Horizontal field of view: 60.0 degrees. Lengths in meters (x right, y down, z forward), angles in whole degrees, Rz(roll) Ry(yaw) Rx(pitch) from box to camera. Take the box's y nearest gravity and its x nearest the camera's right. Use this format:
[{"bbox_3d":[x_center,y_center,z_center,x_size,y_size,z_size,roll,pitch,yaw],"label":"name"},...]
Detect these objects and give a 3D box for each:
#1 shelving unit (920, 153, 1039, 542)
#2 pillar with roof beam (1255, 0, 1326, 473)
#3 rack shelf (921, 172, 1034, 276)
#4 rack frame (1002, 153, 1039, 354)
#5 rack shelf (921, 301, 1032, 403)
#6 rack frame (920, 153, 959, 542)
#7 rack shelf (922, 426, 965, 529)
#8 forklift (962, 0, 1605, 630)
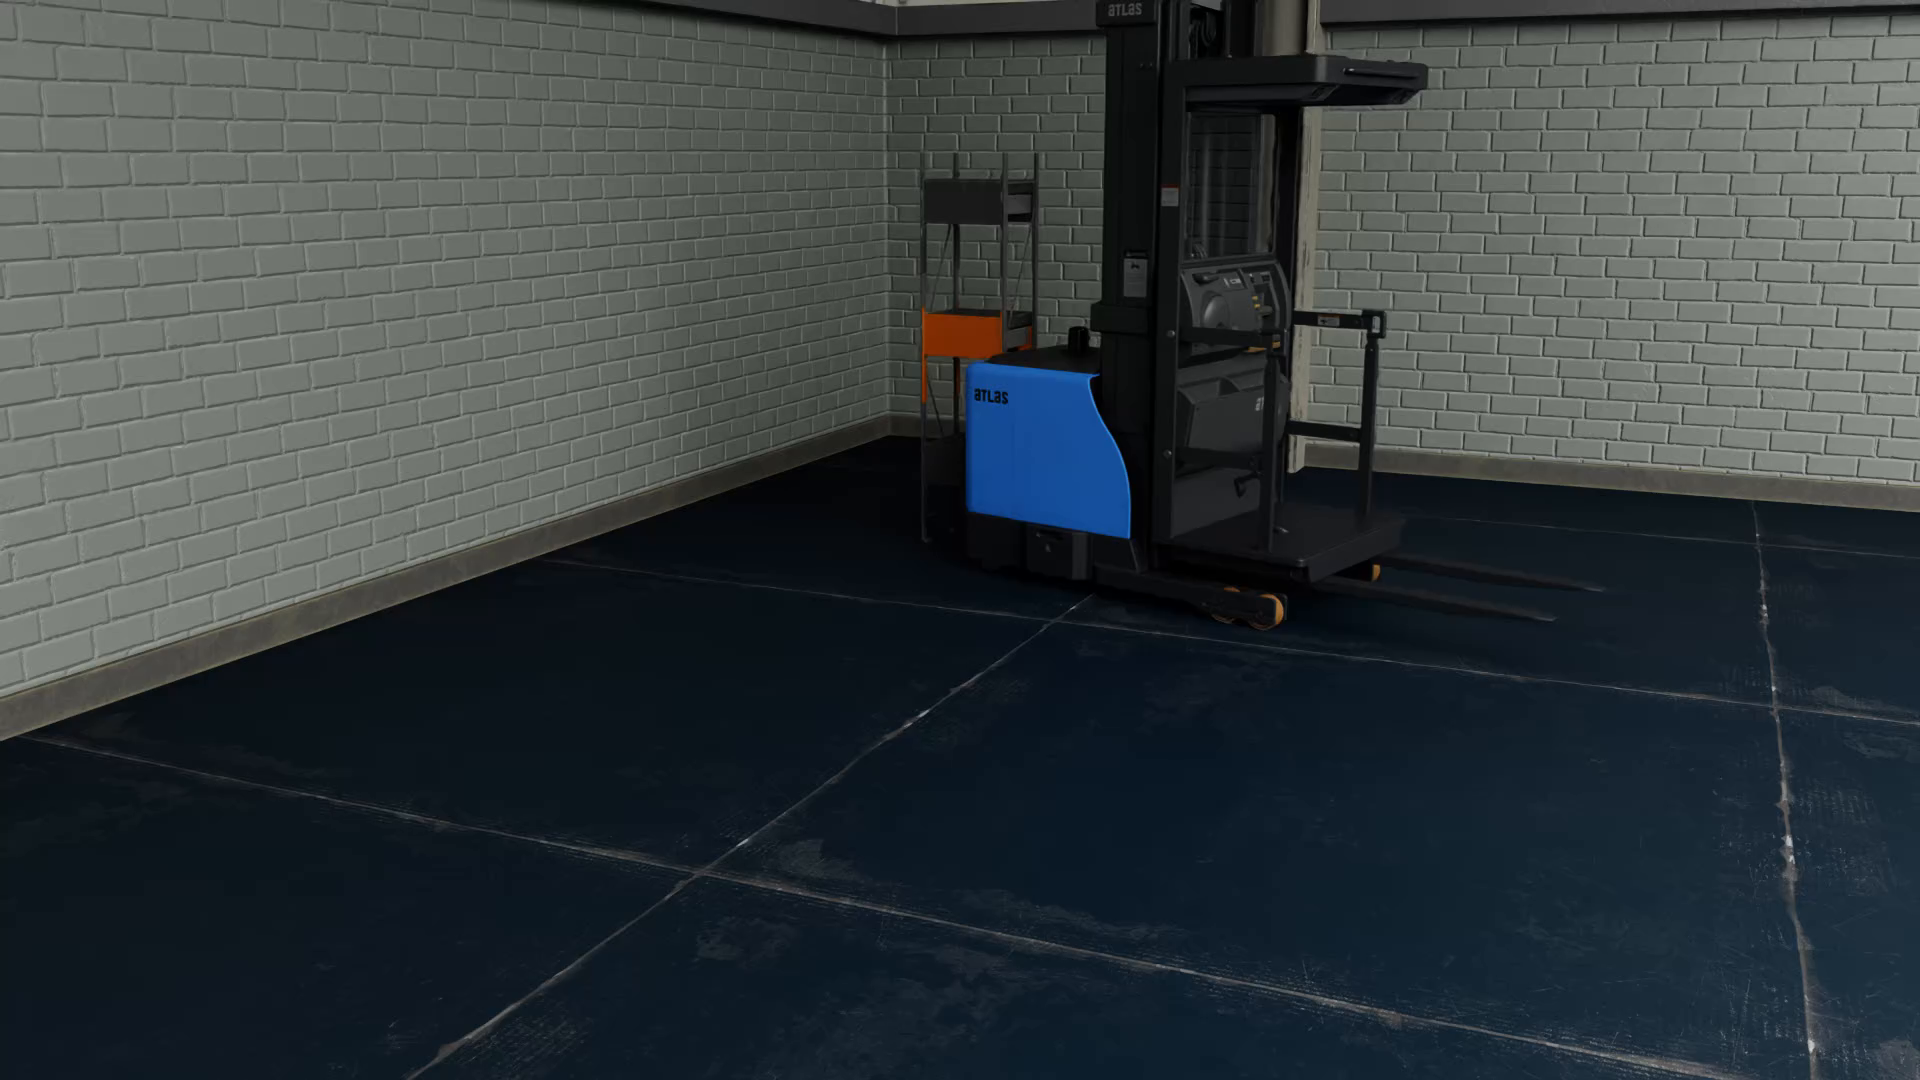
[{"bbox_3d":[0.105,-1.023,9.016,0.503,2.100,0.431,7,15,28],"label":"shelving unit"},{"bbox_3d":[0.386,-3.982,6.525,0.400,9.000,9.100,6,14,23],"label":"pillar with roof beam"},{"bbox_3d":[0.105,-1.691,8.859,0.480,0.518,0.431,7,15,28],"label":"rack shelf"},{"bbox_3d":[0.319,-0.996,8.902,0.015,2.100,0.400,7,15,28],"label":"rack frame"},{"bbox_3d":[0.105,-1.009,9.019,0.480,0.518,0.431,7,15,28],"label":"rack shelf"},{"bbox_3d":[-0.109,-1.049,9.130,0.015,2.100,0.400,7,15,28],"label":"rack frame"},{"bbox_3d":[0.105,-0.328,9.179,0.480,0.518,0.431,7,15,28],"label":"rack shelf"},{"bbox_3d":[1.475,-1.154,7.759,3.031,2.935,1.130,10,17,38],"label":"forklift"}]
